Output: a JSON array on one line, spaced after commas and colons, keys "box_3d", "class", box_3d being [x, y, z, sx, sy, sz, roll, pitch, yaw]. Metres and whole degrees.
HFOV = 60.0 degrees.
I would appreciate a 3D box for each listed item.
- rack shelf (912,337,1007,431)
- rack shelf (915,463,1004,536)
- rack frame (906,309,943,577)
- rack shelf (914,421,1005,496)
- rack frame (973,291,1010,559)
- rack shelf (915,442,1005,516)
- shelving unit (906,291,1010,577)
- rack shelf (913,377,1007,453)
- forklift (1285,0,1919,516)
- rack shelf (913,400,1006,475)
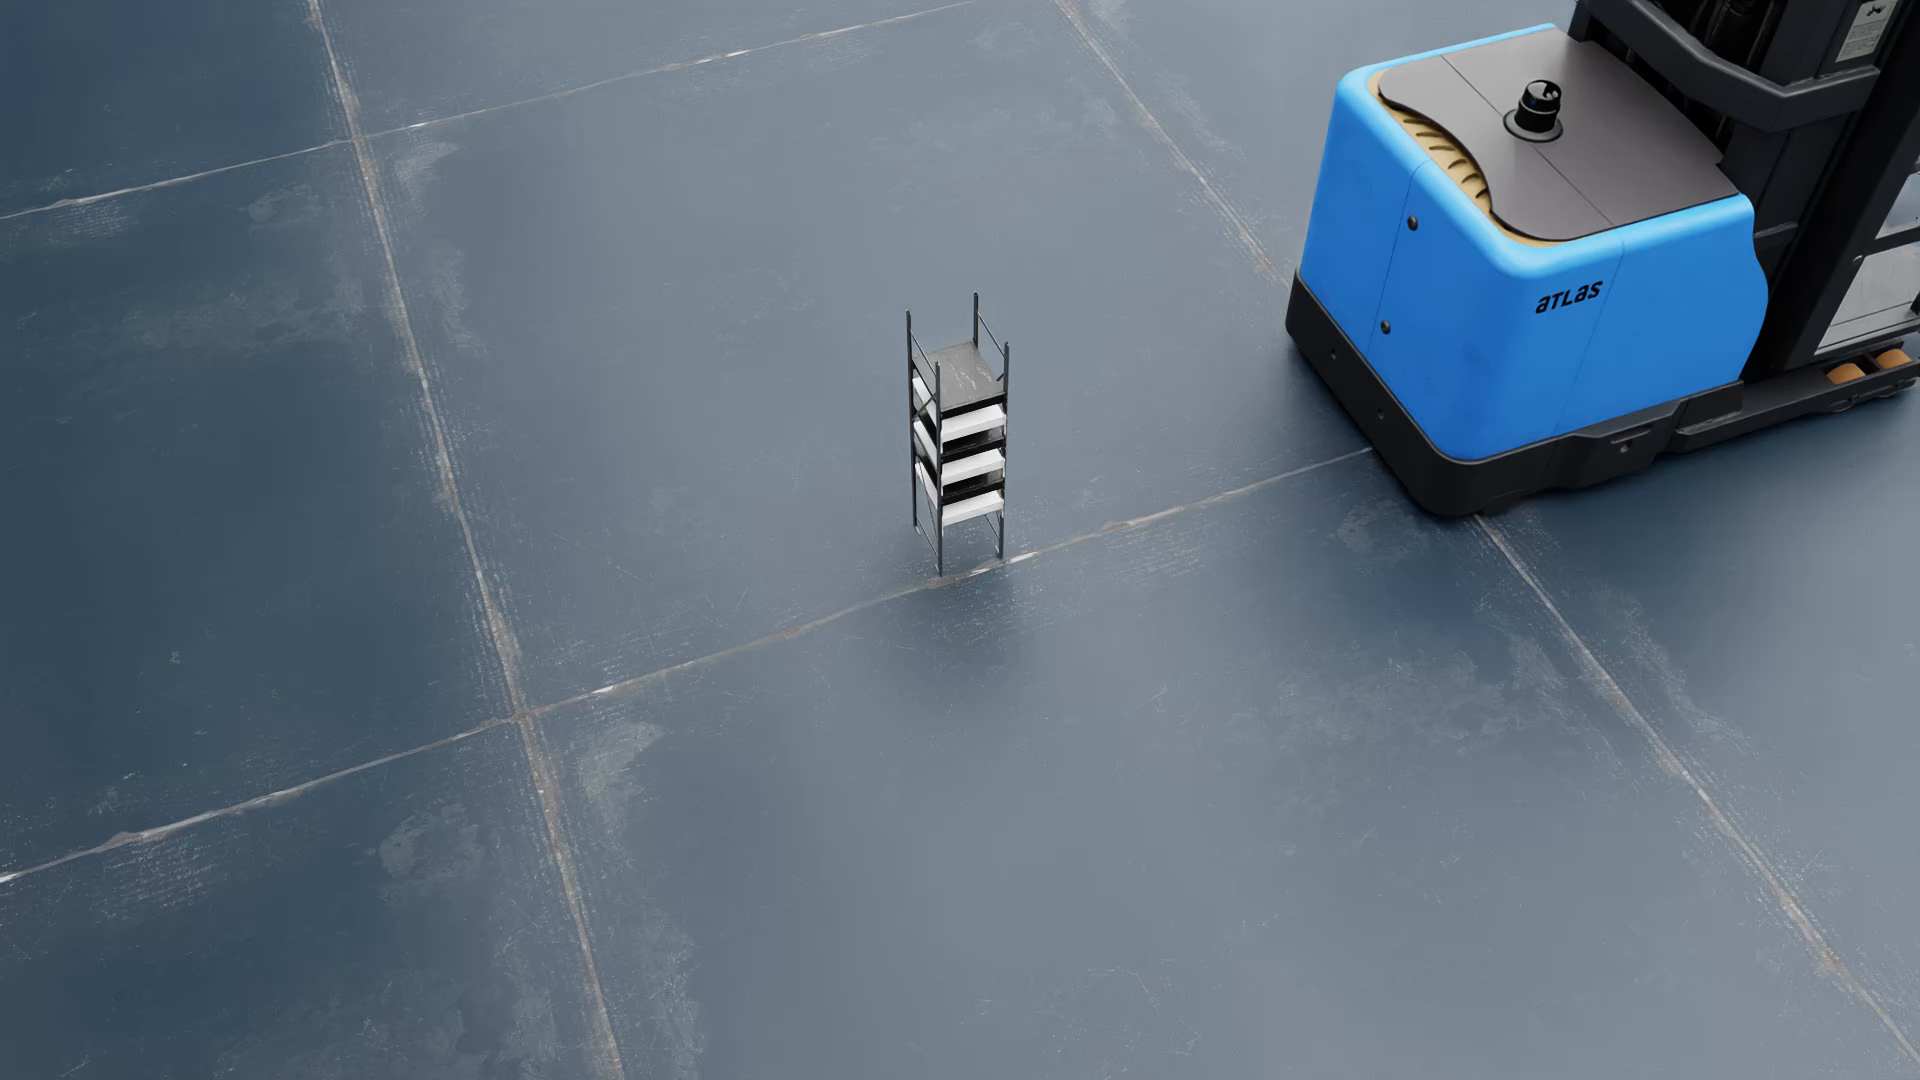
[{"box_3d": [-0.008, -0.445, 4.727, 0.200, 0.077, 0.258, -17, 52, -14], "class": "rack shelf"}, {"box_3d": [-0.008, -0.152, 5.068, 0.200, 0.077, 0.258, -17, 52, -14], "class": "rack shelf"}, {"box_3d": [-0.102, -0.262, 4.882, 0.006, 0.900, 0.240, -17, 52, -14], "class": "rack frame"}, {"box_3d": [-0.008, -0.269, 4.932, 0.200, 0.077, 0.258, -17, 52, -14], "class": "rack shelf"}, {"box_3d": [0.087, -0.320, 4.932, 0.006, 0.900, 0.240, -17, 52, -14], "class": "rack frame"}, {"box_3d": [-0.008, -0.211, 5.000, 0.200, 0.077, 0.258, -17, 52, -14], "class": "rack shelf"}, {"box_3d": [-0.008, -0.291, 4.907, 0.210, 0.900, 0.258, -17, 52, -14], "class": "shelving unit"}, {"box_3d": [-0.008, -0.386, 4.795, 0.200, 0.077, 0.258, -17, 52, -14], "class": "rack shelf"}, {"box_3d": [2.703, -1.746, 4.817, 3.031, 2.935, 1.130, -16, 51, -14], "class": "forklift"}, {"box_3d": [-0.008, -0.328, 4.864, 0.200, 0.077, 0.258, -17, 52, -14], "class": "rack shelf"}]
